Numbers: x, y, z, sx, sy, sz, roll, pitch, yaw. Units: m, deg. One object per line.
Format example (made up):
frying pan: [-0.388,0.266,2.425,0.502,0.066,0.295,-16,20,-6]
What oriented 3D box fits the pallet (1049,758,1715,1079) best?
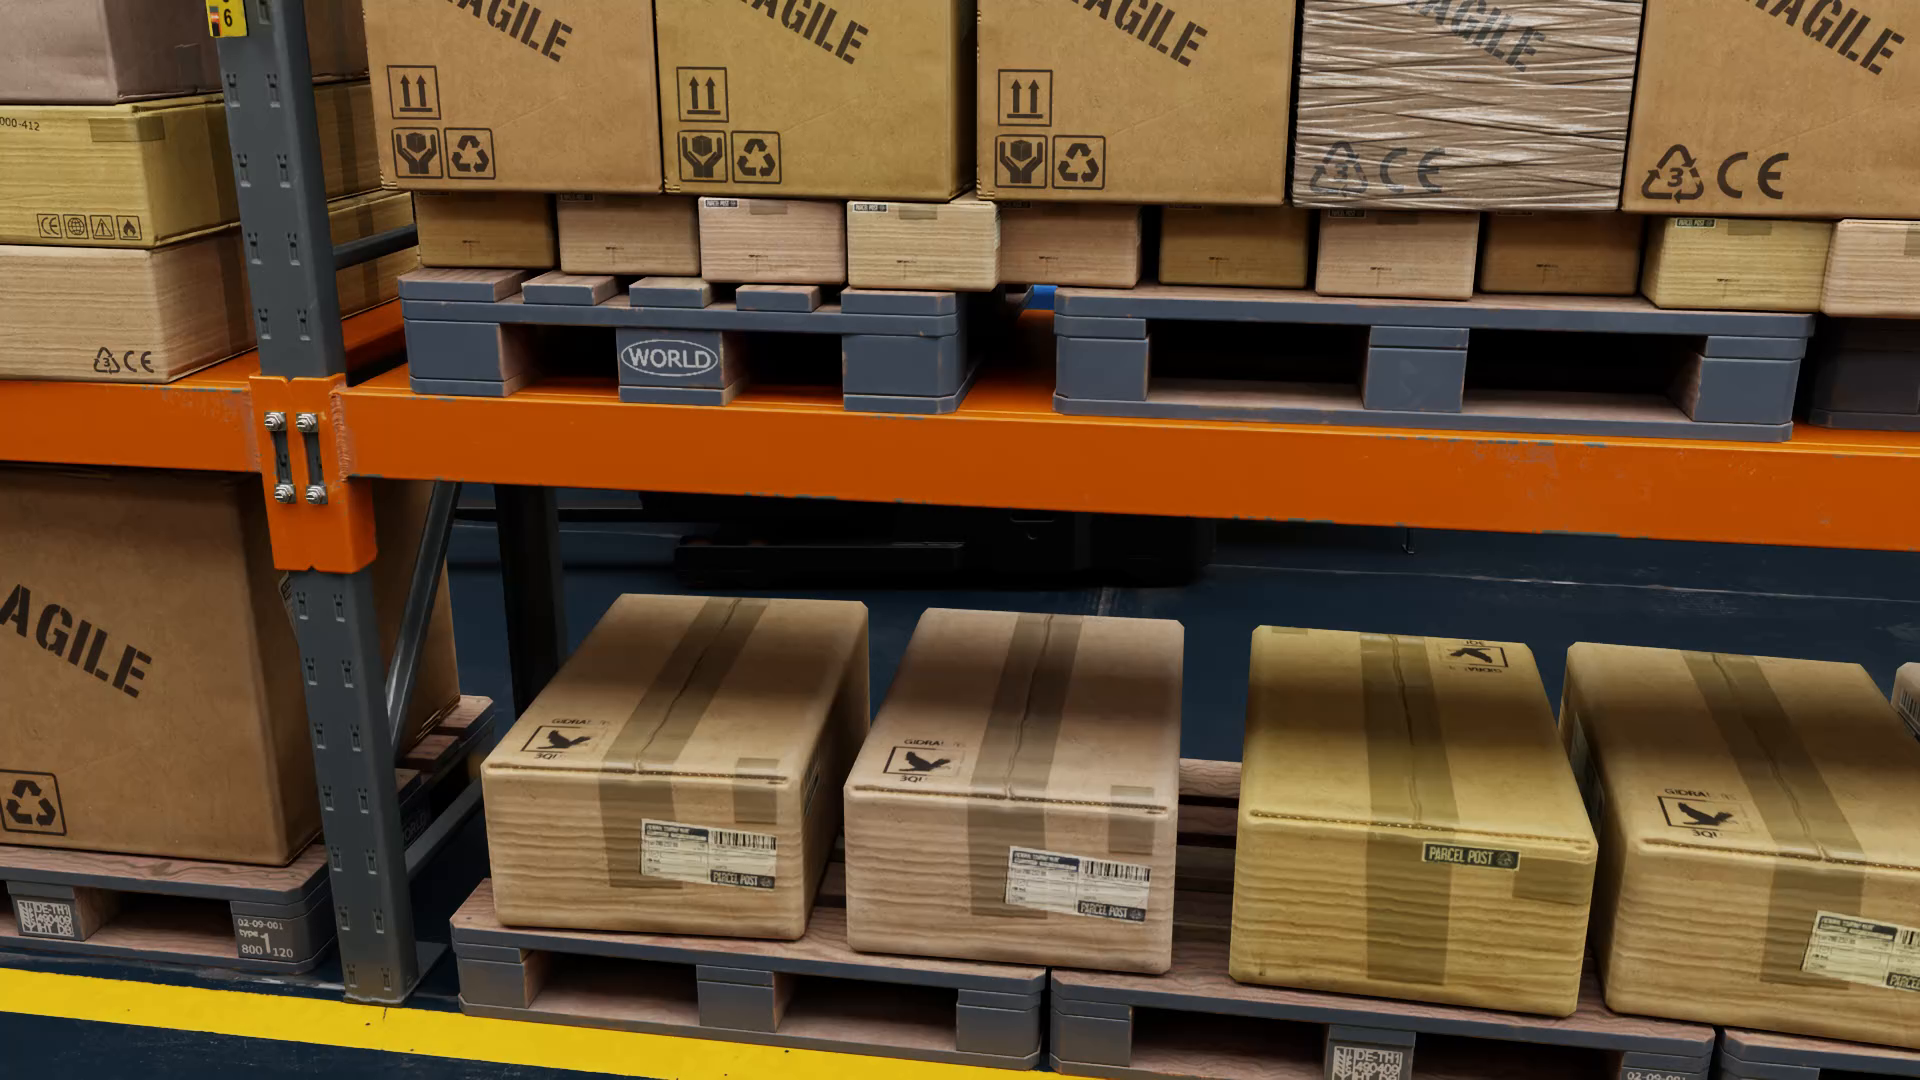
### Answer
pallet: [0.840,0.807,3.560,1.213,0.211,1.003,3,19,9]

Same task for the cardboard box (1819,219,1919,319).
cardboard box: [1.496,-0.468,2.709,0.250,0.149,0.380,3,19,9]

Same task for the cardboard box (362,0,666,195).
cardboard box: [-0.725,-0.910,3.008,0.500,0.500,0.500,2,19,7]

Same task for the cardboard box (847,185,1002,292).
cardboard box: [-0.036,-0.550,2.953,0.250,0.149,0.380,3,19,9]

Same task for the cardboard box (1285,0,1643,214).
cardboard box: [0.809,-0.834,2.780,0.500,0.500,0.500,2,19,7]

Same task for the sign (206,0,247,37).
sign: [-1.217,-0.993,2.718,0.005,0.325,0.100,3,19,9]

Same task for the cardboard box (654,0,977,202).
cardboard box: [-0.209,-0.886,2.936,0.500,0.500,0.500,4,19,11]

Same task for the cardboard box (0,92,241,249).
cardboard box: [-1.651,-0.728,3.201,0.500,0.250,0.500,3,19,8]

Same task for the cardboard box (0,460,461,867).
cardboard box: [-1.801,0.130,3.874,0.875,0.875,0.875,3,19,8]

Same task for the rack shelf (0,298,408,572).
rack shelf: [-3.107,-0.377,3.837,4.000,0.370,1.077,3,19,9]

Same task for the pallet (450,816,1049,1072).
pallet: [-0.361,0.744,3.746,1.213,0.211,1.003,3,19,9]

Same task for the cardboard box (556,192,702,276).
cardboard box: [-0.567,-0.598,3.098,0.250,0.149,0.380,2,19,5]

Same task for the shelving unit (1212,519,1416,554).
shelving unit: [1.302,-0.723,6.100,0.755,1.500,0.431,0,18,1]

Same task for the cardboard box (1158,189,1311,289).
cardboard box: [0.500,-0.560,2.984,0.250,0.149,0.380,4,19,11]

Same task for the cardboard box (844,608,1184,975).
cardboard box: [0.154,0.495,3.575,0.625,0.372,0.950,3,19,8]

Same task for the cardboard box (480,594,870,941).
cardboard box: [-0.576,0.461,3.678,0.625,0.372,0.950,2,19,5]

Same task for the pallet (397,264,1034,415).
pallet: [-0.412,-0.524,3.445,1.003,0.211,1.213,3,19,9]

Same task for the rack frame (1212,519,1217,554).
rack frame: [0.936,-0.725,6.105,0.023,1.500,0.400,0,18,1]

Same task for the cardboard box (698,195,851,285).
cardboard box: [-0.304,-0.570,3.014,0.250,0.149,0.380,2,19,5]

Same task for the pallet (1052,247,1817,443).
pallet: [0.829,-0.440,3.193,1.213,0.211,1.003,3,19,9]

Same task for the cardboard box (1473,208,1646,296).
cardboard box: [1.017,-0.537,2.915,0.250,0.149,0.380,2,19,7]

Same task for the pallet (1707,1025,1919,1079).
pallet: [2.048,0.867,3.379,1.213,0.211,1.003,3,19,9]

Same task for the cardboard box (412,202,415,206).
cardboard box: [-3.130,-1.742,9.037,0.250,0.149,0.380,2,19,6]

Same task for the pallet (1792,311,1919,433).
pallet: [2.086,-0.409,3.102,1.213,0.211,1.003,3,19,9]

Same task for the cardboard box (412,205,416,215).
cardboard box: [-2.866,-1.711,8.945,0.250,0.149,0.380,3,19,10]

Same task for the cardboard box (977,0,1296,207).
cardboard box: [0.316,-0.862,2.863,0.500,0.500,0.500,3,19,10]

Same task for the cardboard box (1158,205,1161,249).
cardboard box: [0.510,-0.689,3.368,0.250,0.149,0.380,3,19,9]

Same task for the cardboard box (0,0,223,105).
cardboard box: [-1.684,-1.083,3.080,0.500,0.500,0.500,2,19,7]

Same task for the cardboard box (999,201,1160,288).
cardboard box: [0.215,-0.562,2.990,0.250,0.149,0.380,4,19,12]

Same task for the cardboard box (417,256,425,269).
cardboard box: [-2.837,-1.243,8.568,0.500,0.500,0.500,2,19,7]

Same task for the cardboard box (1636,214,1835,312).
cardboard box: [1.260,-0.492,2.779,0.250,0.149,0.380,3,19,9]

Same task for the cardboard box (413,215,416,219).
cardboard box: [-2.931,-1.561,8.498,0.250,0.149,0.380,3,19,9]

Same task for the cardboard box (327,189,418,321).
cardboard box: [-1.575,-0.650,3.755,0.500,0.250,0.500,3,19,8]

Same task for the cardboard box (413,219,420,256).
cardboard box: [-2.687,-1.548,8.458,0.250,0.149,0.380,4,19,11]

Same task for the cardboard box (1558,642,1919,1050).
cardboard box: [1.589,0.570,3.352,0.625,0.372,0.950,4,19,12]

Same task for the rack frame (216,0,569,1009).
rack frame: [-1.132,-0.618,3.422,0.127,3.000,1.000,3,19,9]

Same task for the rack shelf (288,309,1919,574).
rack shelf: [0.843,-0.176,3.235,4.000,0.370,1.077,3,19,9]

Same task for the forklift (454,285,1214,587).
forklift: [-0.623,-1.392,5.845,3.031,2.935,1.130,0,19,1]

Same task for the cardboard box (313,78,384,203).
cardboard box: [-1.593,-0.887,3.674,0.500,0.250,0.500,3,19,8]

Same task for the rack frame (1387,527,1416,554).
rack frame: [1.667,-0.722,6.096,0.023,1.500,0.400,0,18,1]

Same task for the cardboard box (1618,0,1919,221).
cardboard box: [1.326,-0.808,2.702,0.500,0.500,0.500,4,19,11]

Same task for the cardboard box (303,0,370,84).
cardboard box: [-1.580,-1.241,3.551,0.500,0.500,0.500,2,19,7]

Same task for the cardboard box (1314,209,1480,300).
cardboard box: [0.747,-0.527,2.884,0.250,0.149,0.380,4,19,10]

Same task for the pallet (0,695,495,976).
pallet: [-1.899,0.641,4.054,1.213,0.211,1.003,3,19,9]

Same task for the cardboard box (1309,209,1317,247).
cardboard box: [0.771,-0.702,3.407,0.250,0.149,0.380,2,19,7]

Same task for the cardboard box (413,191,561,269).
cardboard box: [-0.841,-0.623,3.172,0.250,0.149,0.380,2,19,5]

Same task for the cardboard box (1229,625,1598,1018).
cardboard box: [0.902,0.535,3.455,0.625,0.372,0.950,4,19,10]

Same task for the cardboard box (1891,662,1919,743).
cardboard box: [2.299,0.605,3.247,0.625,0.372,0.950,3,19,9]

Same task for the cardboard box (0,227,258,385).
cardboard box: [-1.673,-0.491,3.279,0.500,0.250,0.500,2,19,7]
